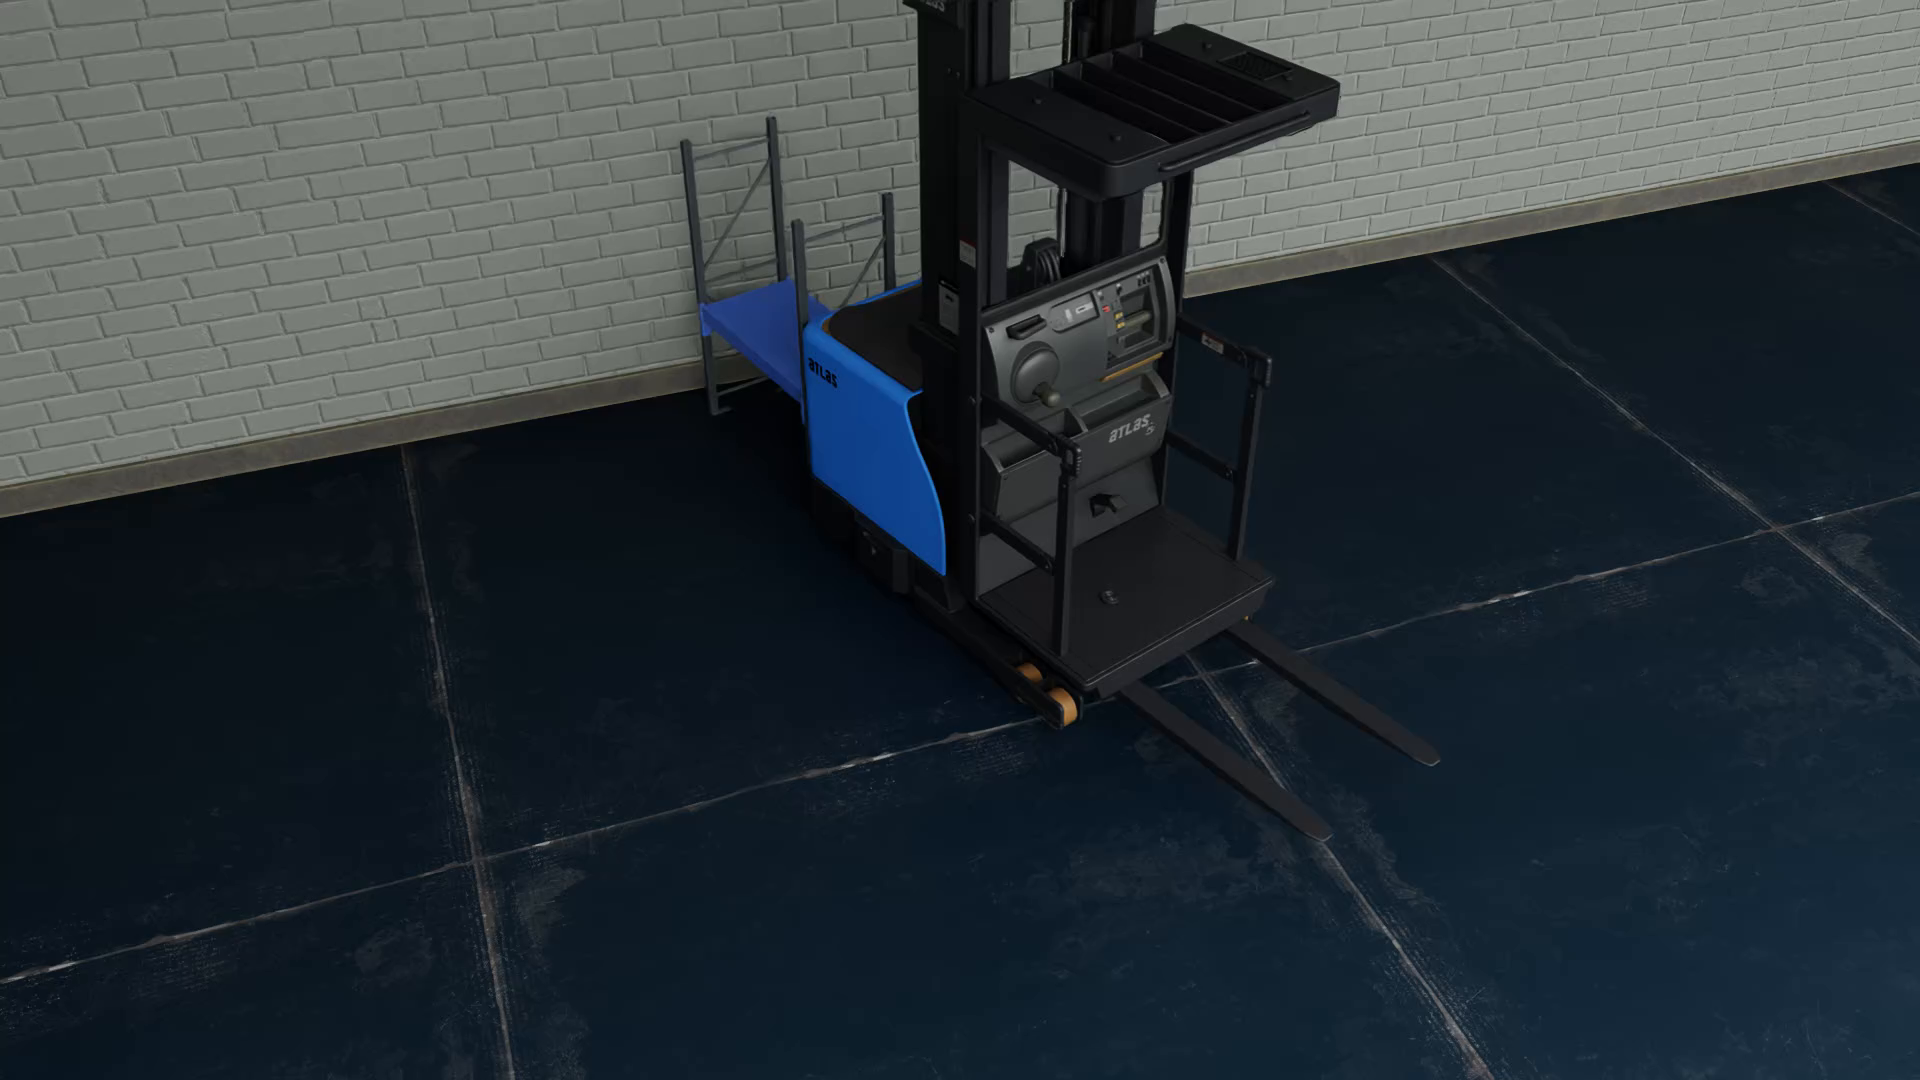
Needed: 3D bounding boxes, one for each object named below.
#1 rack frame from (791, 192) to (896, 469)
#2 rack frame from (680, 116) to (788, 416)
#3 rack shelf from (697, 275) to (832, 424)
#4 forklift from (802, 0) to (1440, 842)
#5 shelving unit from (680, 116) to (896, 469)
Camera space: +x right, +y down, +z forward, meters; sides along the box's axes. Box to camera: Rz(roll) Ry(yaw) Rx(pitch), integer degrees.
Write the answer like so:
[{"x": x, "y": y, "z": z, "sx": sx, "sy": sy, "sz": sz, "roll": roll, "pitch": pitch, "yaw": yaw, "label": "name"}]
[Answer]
[{"x": -0.504, "y": -0.833, "z": 7.610, "sx": 0.500, "sy": 1.500, "sz": 0.032, "roll": -23, "pitch": 43, "yaw": -27, "label": "rack frame"}, {"x": -1.087, "y": -1.334, "z": 8.275, "sx": 0.500, "sy": 1.500, "sz": 0.032, "roll": -23, "pitch": 43, "yaw": -27, "label": "rack frame"}, {"x": -0.796, "y": -0.940, "z": 8.050, "sx": 0.538, "sy": 0.185, "sz": 1.000, "roll": -23, "pitch": 43, "yaw": -27, "label": "rack shelf"}, {"x": 0.610, "y": -0.749, "z": 6.308, "sx": 1.130, "sy": 2.935, "sz": 3.031, "roll": -26, "pitch": 44, "yaw": -30, "label": "forklift"}, {"x": -0.796, "y": -1.084, "z": 7.942, "sx": 0.538, "sy": 1.500, "sz": 1.048, "roll": -23, "pitch": 43, "yaw": -27, "label": "shelving unit"}]
